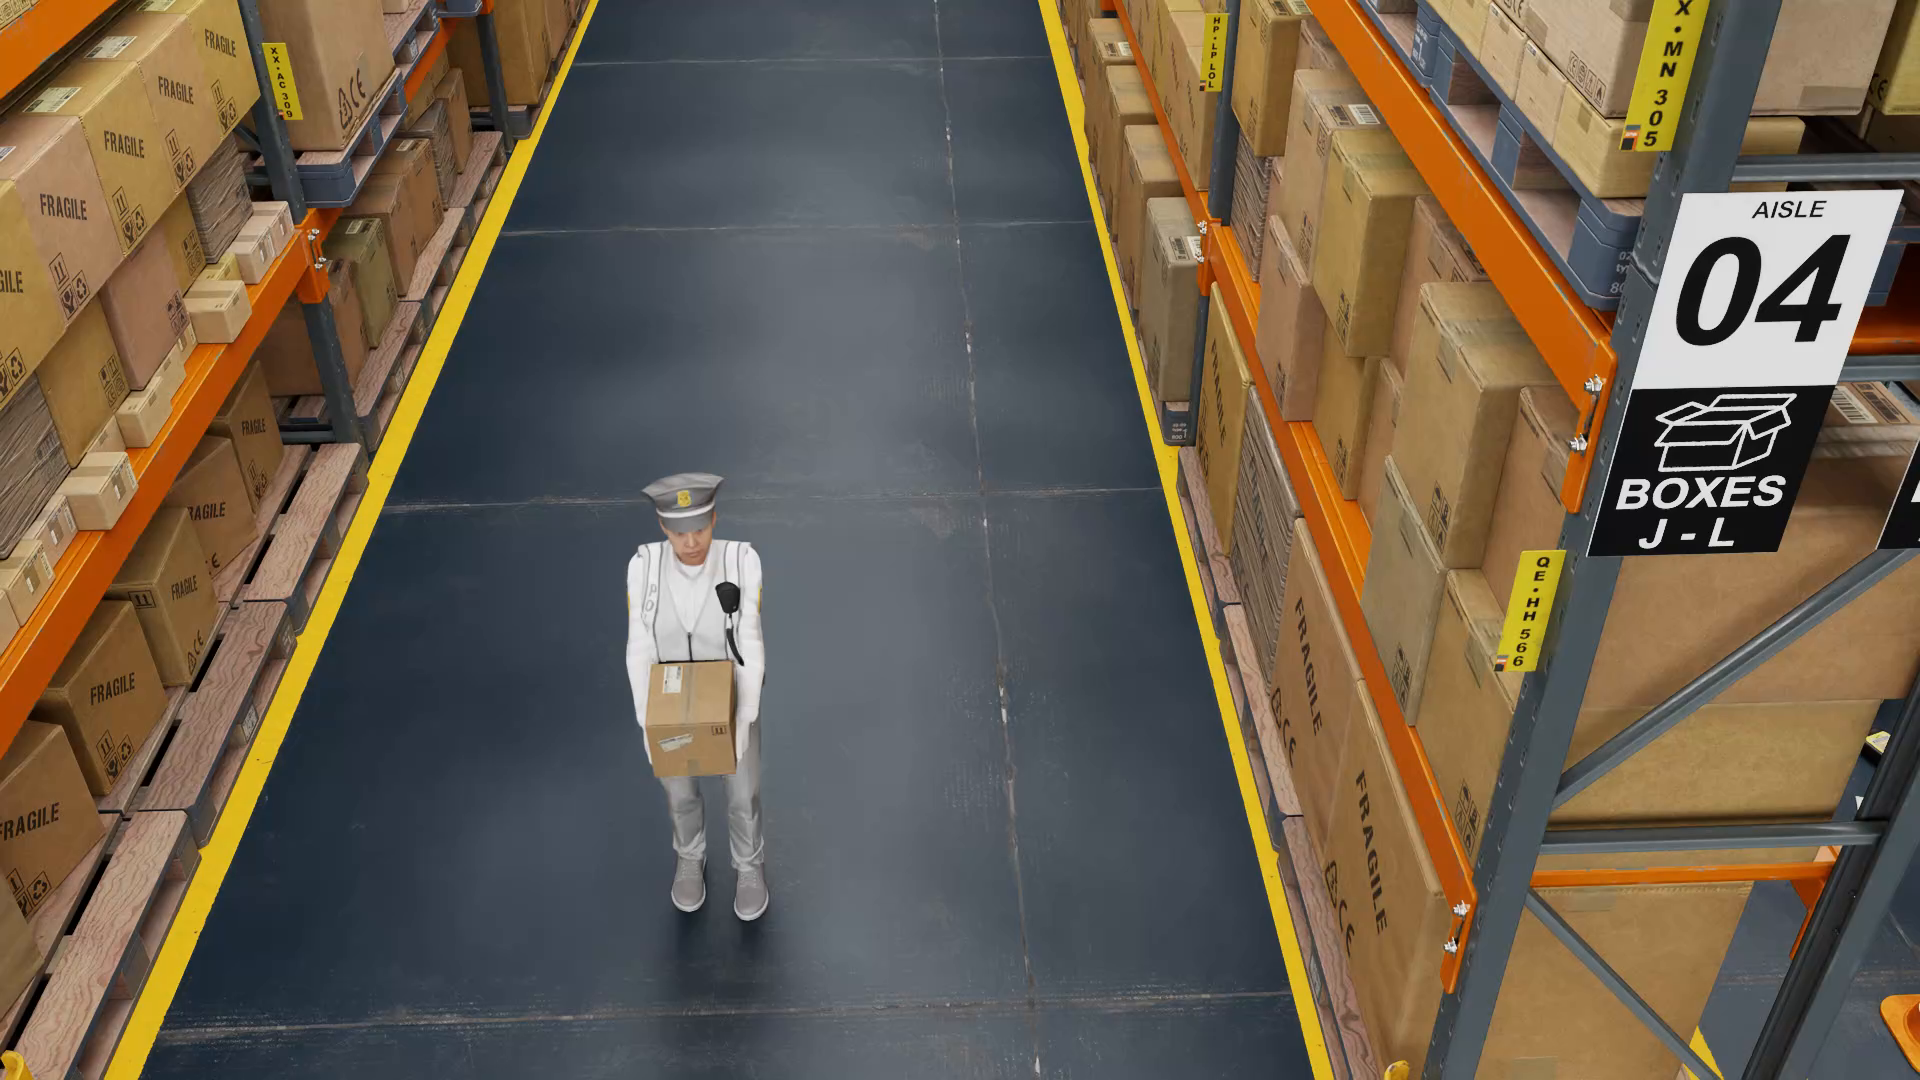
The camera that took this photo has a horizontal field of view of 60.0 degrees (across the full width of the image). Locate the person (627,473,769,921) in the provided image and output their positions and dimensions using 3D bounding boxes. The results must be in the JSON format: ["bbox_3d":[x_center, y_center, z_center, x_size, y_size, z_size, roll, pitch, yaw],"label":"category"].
[{"bbox_3d":[-0.826,0.555,5.349,0.433,1.691,0.515,-2,35,-3],"label":"person"}]
